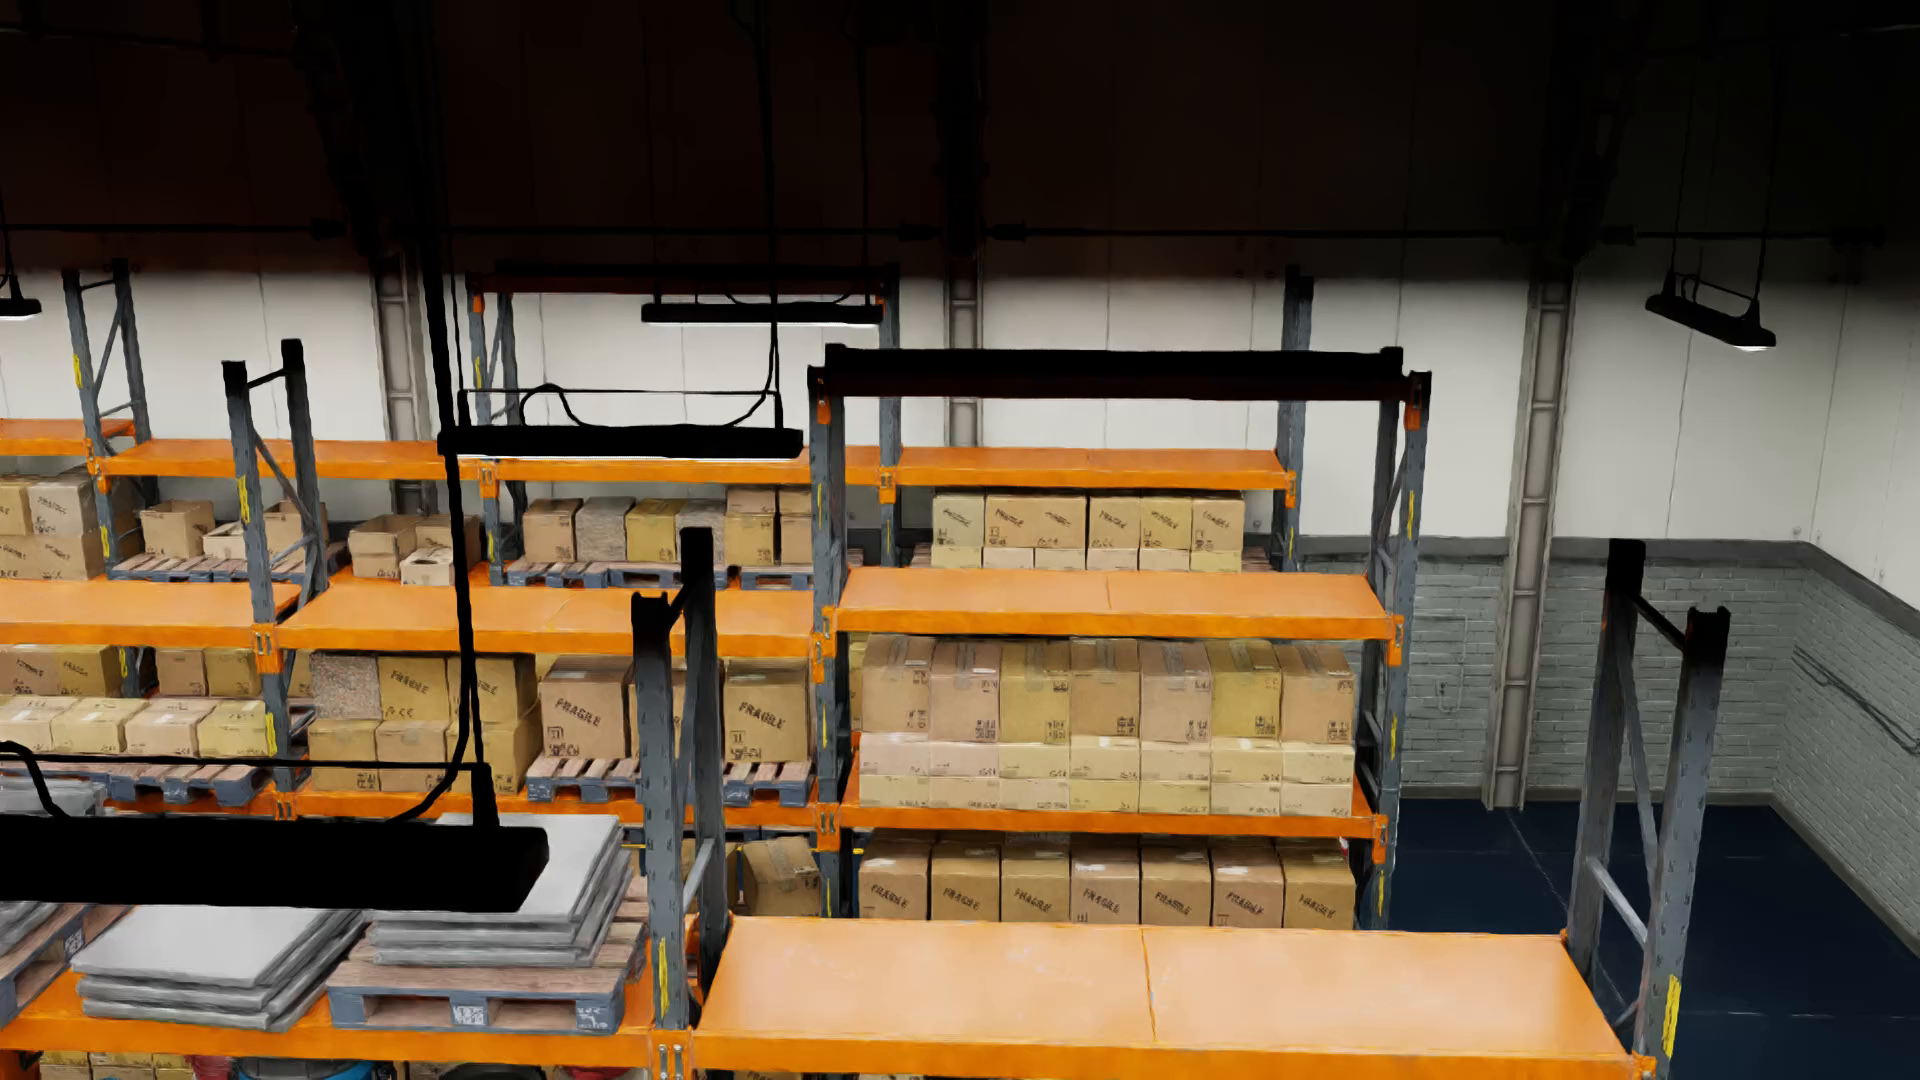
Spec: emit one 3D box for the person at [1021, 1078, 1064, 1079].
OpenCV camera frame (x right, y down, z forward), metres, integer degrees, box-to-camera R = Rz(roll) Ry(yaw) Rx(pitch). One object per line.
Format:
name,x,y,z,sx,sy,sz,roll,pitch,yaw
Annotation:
person,0.553,4.060,11.499,1.123,1.709,0.553,1,16,5
